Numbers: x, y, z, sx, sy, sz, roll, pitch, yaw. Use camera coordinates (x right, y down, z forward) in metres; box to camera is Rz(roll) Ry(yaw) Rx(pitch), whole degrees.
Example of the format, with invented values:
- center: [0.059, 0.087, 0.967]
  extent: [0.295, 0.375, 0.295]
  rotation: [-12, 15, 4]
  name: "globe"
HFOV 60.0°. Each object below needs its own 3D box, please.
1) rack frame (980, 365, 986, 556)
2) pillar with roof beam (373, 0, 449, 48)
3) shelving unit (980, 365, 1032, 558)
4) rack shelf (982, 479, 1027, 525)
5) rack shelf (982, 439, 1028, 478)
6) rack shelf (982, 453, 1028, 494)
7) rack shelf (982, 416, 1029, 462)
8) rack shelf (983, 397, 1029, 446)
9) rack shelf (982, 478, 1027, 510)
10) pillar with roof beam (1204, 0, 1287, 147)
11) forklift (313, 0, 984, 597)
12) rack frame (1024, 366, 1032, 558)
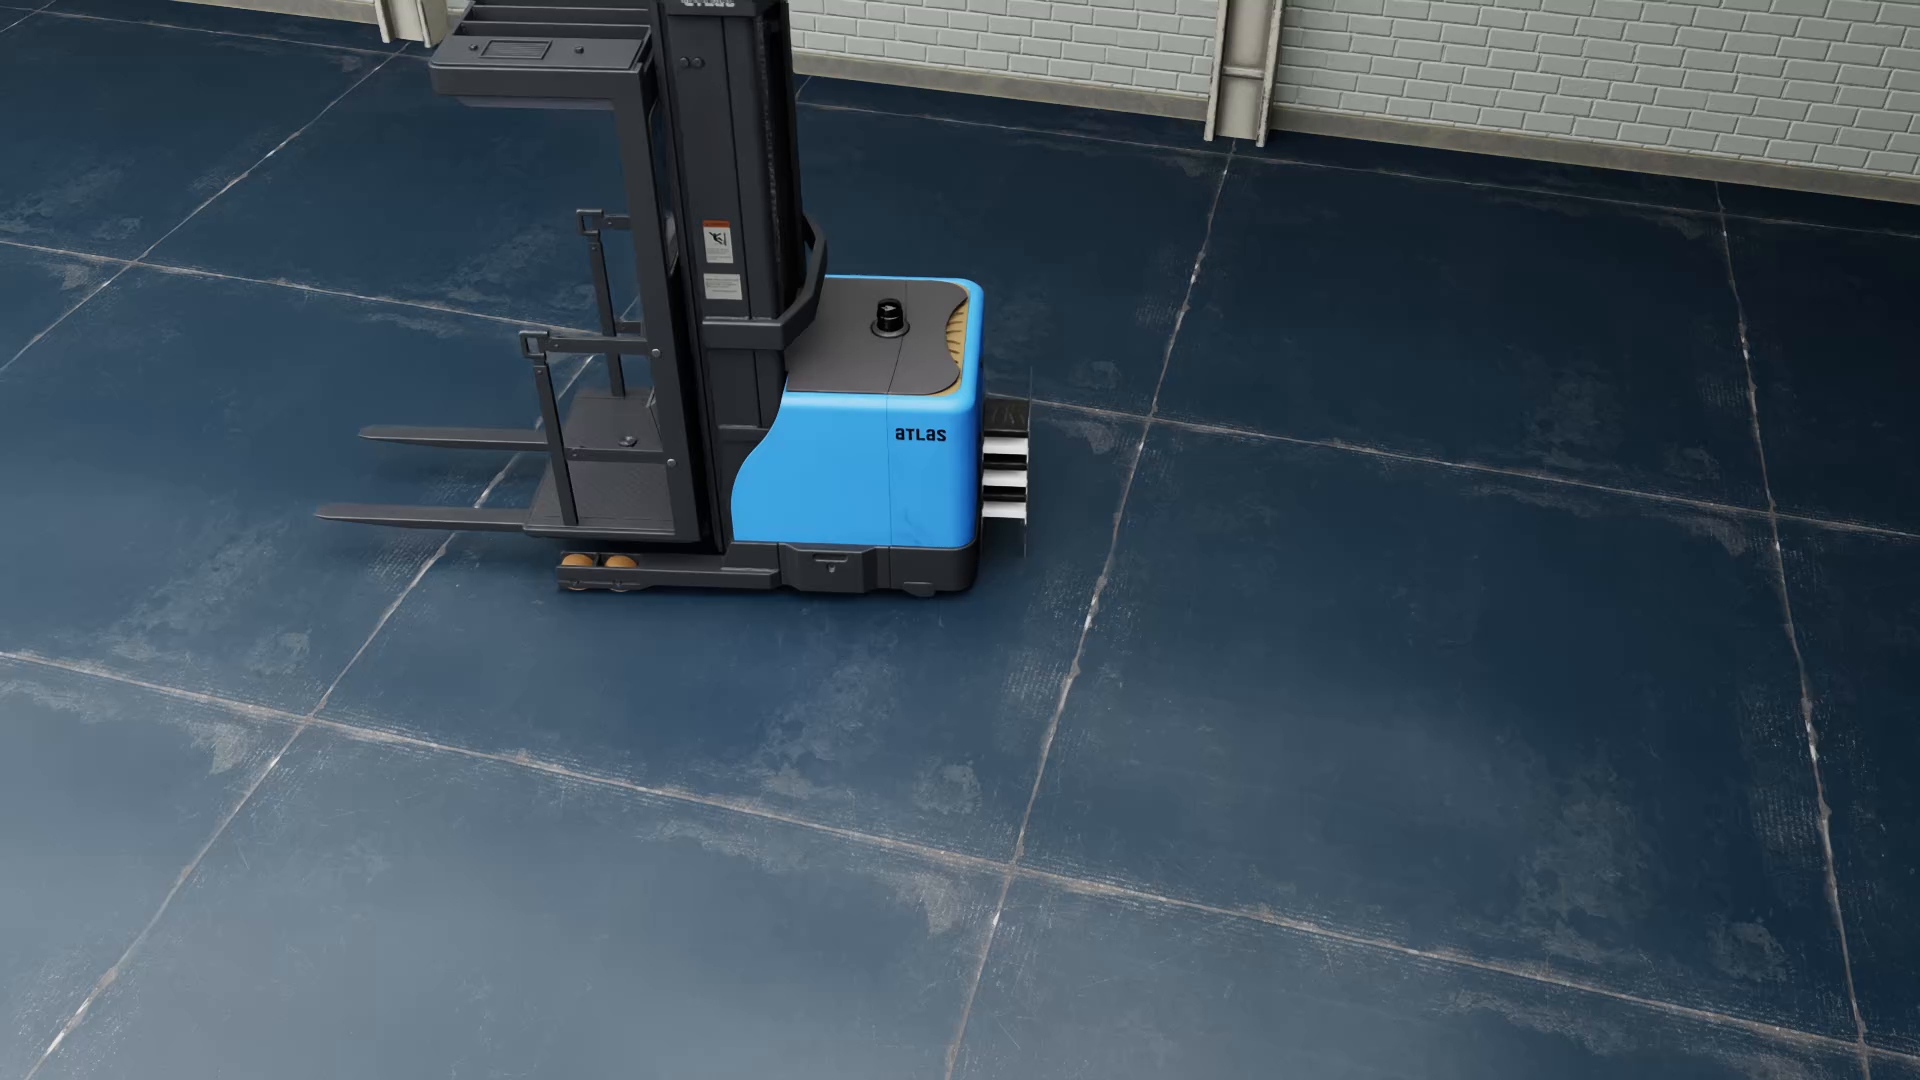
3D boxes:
- center: [0.103, -0.346, 7.487]
  extent: [0.006, 0.900, 0.240]
  rotation: [2, 40, 2]
  name: "rack frame"
- center: [-5.080, -4.453, 6.080]
  extent: [0.400, 9.000, 9.100]
  rotation: [10, 41, 11]
  name: "pillar with roof beam"
- center: [0.205, -0.343, 7.483]
  extent: [0.210, 0.900, 0.258]
  rotation: [2, 40, 2]
  name: "shelving unit"
- center: [0.205, -0.179, 7.620]
  extent: [0.200, 0.077, 0.258]
  rotation: [2, 40, 2]
  name: "rack shelf"
- center: [0.205, -0.386, 7.446]
  extent: [0.200, 0.077, 0.258]
  rotation: [2, 40, 2]
  name: "rack shelf"
- center: [0.205, -0.317, 7.504]
  extent: [0.200, 0.077, 0.258]
  rotation: [2, 40, 2]
  name: "rack shelf"
- center: [0.205, -0.455, 7.388]
  extent: [0.200, 0.077, 0.258]
  rotation: [2, 40, 2]
  name: "rack shelf"
- center: [0.205, -0.524, 7.331]
  extent: [0.200, 0.077, 0.258]
  rotation: [2, 40, 2]
  name: "rack shelf"
- center: [0.205, -0.248, 7.562]
  extent: [0.200, 0.077, 0.258]
  rotation: [2, 40, 2]
  name: "rack shelf"
- center: [0.716, -3.456, 4.892]
  extent: [0.400, 9.000, 9.100]
  rotation: [10, 41, 11]
  name: "pillar with roof beam"
- center: [-1.414, -1.227, 6.956]
  extent: [3.031, 2.935, 1.130]
  rotation: [2, 40, 2]
  name: "forklift"
- center: [0.306, -0.339, 7.479]
  extent: [0.006, 0.900, 0.240]
  rotation: [2, 40, 2]
  name: "rack frame"
